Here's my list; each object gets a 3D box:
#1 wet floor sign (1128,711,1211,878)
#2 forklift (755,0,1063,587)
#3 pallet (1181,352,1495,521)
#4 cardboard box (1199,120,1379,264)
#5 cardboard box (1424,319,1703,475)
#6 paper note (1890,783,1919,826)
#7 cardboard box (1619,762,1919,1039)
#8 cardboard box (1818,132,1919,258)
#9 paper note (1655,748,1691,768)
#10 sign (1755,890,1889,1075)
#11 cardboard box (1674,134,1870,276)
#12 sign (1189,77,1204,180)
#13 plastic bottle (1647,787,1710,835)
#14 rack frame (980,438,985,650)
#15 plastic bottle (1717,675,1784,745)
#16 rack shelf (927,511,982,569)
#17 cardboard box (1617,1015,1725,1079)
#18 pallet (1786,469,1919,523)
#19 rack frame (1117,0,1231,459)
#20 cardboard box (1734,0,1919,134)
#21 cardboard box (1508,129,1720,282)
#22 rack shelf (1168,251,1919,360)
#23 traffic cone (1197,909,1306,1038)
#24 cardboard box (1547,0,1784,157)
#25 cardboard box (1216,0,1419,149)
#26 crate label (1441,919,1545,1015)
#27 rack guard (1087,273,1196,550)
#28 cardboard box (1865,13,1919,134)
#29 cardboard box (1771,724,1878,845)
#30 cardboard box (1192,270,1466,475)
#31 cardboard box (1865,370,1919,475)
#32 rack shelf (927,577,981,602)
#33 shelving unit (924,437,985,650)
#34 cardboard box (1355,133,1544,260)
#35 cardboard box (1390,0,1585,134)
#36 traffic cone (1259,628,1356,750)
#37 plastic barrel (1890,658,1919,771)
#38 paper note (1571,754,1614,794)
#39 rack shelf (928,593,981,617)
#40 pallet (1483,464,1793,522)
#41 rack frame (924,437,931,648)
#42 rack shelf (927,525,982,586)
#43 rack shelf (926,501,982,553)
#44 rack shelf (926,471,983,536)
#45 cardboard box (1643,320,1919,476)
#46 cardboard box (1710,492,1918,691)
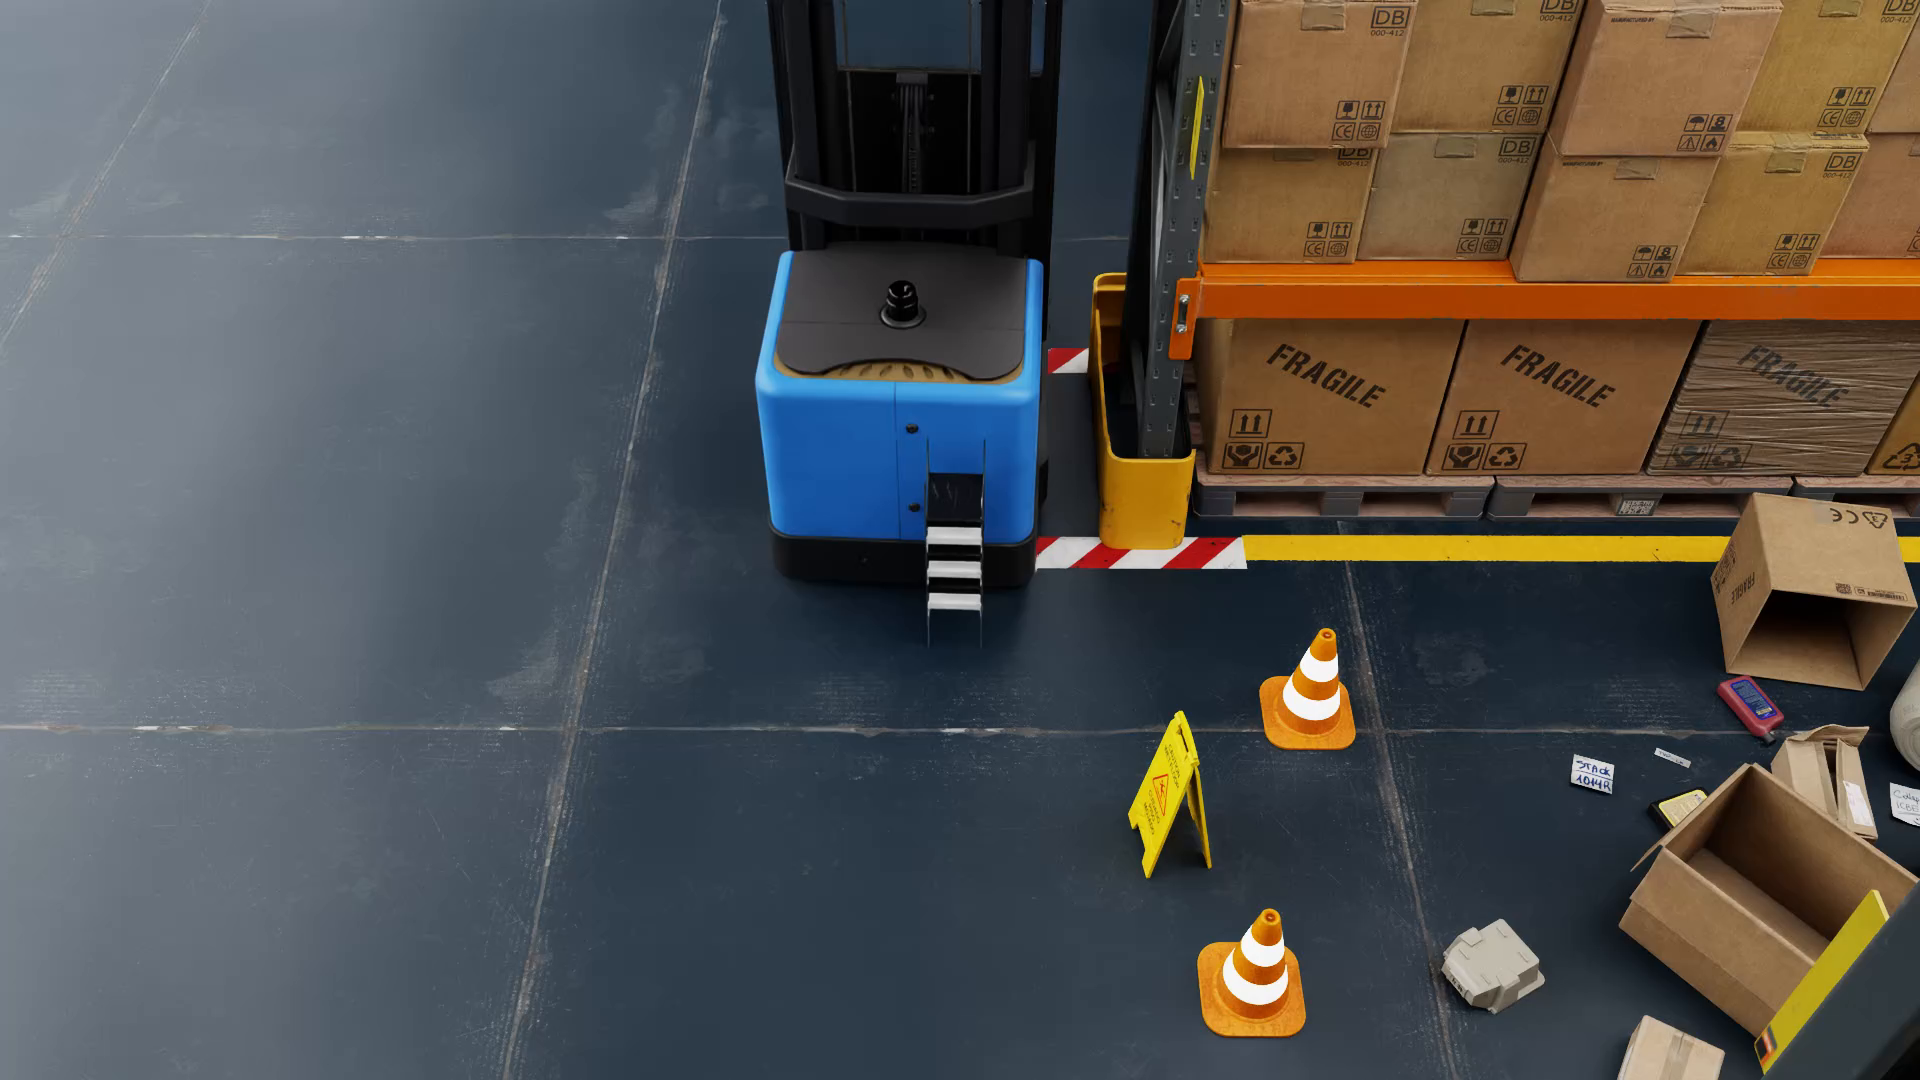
[{"bbox_3d":[0.736,0.839,5.609,0.232,0.644,0.267,-7,47,-7],"label":"wet floor sign"},{"bbox_3d":[-0.151,-1.885,6.583,1.130,2.935,3.031,2,47,2],"label":"forklift"},{"bbox_3d":[1.572,-0.517,7.168,1.213,0.211,1.003,0,47,0],"label":"pallet"},{"bbox_3d":[1.143,-1.496,6.071,0.550,0.550,0.875,0,47,0],"label":"cardboard box"},{"bbox_3d":[2.330,-0.877,6.763,0.875,0.875,0.875,-1,47,0],"label":"cardboard box"},{"bbox_3d":[3.407,0.948,5.932,0.155,0.023,0.172,15,49,14],"label":"paper note"},{"bbox_3d":[2.621,1.213,5.358,0.637,0.503,0.797,-31,54,-26],"label":"cardboard box"},{"bbox_3d":[3.313,-1.517,6.092,0.550,0.550,0.875,0,47,0],"label":"cardboard box"},{"bbox_3d":[2.607,0.797,6.082,0.123,0.001,0.032,23,51,20],"label":"paper note"},{"bbox_3d":[0.877,0.481,1.679,0.005,0.325,0.100,0,47,0],"label":"sign"},{"bbox_3d":[2.783,-1.446,6.025,0.500,0.550,0.875,0,47,0],"label":"cardboard box"},{"bbox_3d":[0.764,-1.328,5.372,0.005,0.325,0.100,0,47,0],"label":"sign"},{"bbox_3d":[2.599,0.956,5.899,0.283,0.061,0.133,-15,49,-13],"label":"plastic bottle"},{"bbox_3d":[0.084,0.030,6.188,0.006,0.900,0.240,1,47,1],"label":"rack frame"},{"bbox_3d":[2.966,0.636,6.197,0.133,0.061,0.283,-15,49,-13],"label":"plastic bottle"},{"bbox_3d":[-0.017,-0.011,6.149,0.200,0.077,0.258,1,47,1],"label":"rack shelf"},{"bbox_3d":[2.172,1.707,5.140,0.250,0.149,0.380,23,51,20],"label":"cardboard box"},{"bbox_3d":[4.012,-0.511,7.162,1.213,0.211,1.003,0,47,0],"label":"pallet"},{"bbox_3d":[0.772,-1.412,6.096,0.127,3.000,1.000,0,47,0],"label":"rack frame"},{"bbox_3d":[2.783,-1.861,5.673,0.500,0.550,0.875,0,47,0],"label":"cardboard box"},{"bbox_3d":[2.253,-1.417,5.998,0.550,0.550,0.875,0,47,0],"label":"cardboard box"},{"bbox_3d":[2.772,-1.162,6.354,4.000,0.370,1.077,0,47,0],"label":"rack shelf"},{"bbox_3d":[0.954,1.319,5.287,0.334,0.463,0.336,0,47,0],"label":"traffic cone"},{"bbox_3d":[2.253,-1.767,5.586,0.550,0.550,0.875,0,47,0],"label":"cardboard box"},{"bbox_3d":[1.143,-1.802,5.619,0.550,0.550,0.875,0,47,0],"label":"cardboard box"},{"bbox_3d":[1.740,1.387,5.446,0.298,0.136,0.250,-23,51,-20],"label":"crate label"},{"bbox_3d":[0.748,-0.561,7.011,0.348,0.500,1.175,0,47,0],"label":"rack guard"},{"bbox_3d":[3.313,-1.865,5.677,0.550,0.550,0.875,0,47,0],"label":"cardboard box"},{"bbox_3d":[3.046,0.873,5.836,0.258,0.266,0.396,8,48,7],"label":"cardboard box"},{"bbox_3d":[1.450,-0.878,6.764,0.875,0.875,0.875,0,47,0],"label":"cardboard box"},{"bbox_3d":[4.143,-0.874,6.759,0.875,0.875,0.875,1,47,1],"label":"cardboard box"},{"bbox_3d":[-0.017,0.112,6.280,0.200,0.077,0.258,1,47,1],"label":"rack shelf"},{"bbox_3d":[-0.017,0.028,6.190,0.210,0.900,0.258,1,47,1],"label":"shelving unit"},{"bbox_3d":[1.693,-1.510,6.085,0.550,0.550,0.875,0,47,0],"label":"cardboard box"},{"bbox_3d":[1.693,-1.868,5.680,0.550,0.550,0.875,0,47,0],"label":"cardboard box"},{"bbox_3d":[1.298,0.493,6.056,0.334,0.463,0.336,0,47,0],"label":"traffic cone"},{"bbox_3d":[3.632,0.596,5.987,0.421,0.421,0.512,32,55,26],"label":"plastic barrel"},{"bbox_3d":[2.292,0.847,6.023,0.142,0.017,0.144,15,49,14],"label":"paper note"},{"bbox_3d":[-0.017,0.173,6.346,0.200,0.077,0.258,1,47,1],"label":"rack shelf"},{"bbox_3d":[2.789,-0.512,7.163,1.213,0.211,1.003,0,47,0],"label":"pallet"},{"bbox_3d":[-0.119,0.026,6.192,0.006,0.900,0.240,1,47,1],"label":"rack frame"},{"bbox_3d":[-0.017,0.051,6.214,0.200,0.077,0.258,1,47,1],"label":"rack shelf"},{"bbox_3d":[-0.017,-0.072,6.083,0.200,0.077,0.258,1,47,1],"label":"rack shelf"},{"bbox_3d":[-0.017,-0.133,6.017,0.200,0.077,0.258,1,47,1],"label":"rack shelf"},{"bbox_3d":[3.242,-0.873,6.759,0.875,0.875,0.875,0,47,0],"label":"cardboard box"},{"bbox_3d":[3.216,0.196,6.305,0.500,0.500,0.500,8,48,7],"label":"cardboard box"}]
